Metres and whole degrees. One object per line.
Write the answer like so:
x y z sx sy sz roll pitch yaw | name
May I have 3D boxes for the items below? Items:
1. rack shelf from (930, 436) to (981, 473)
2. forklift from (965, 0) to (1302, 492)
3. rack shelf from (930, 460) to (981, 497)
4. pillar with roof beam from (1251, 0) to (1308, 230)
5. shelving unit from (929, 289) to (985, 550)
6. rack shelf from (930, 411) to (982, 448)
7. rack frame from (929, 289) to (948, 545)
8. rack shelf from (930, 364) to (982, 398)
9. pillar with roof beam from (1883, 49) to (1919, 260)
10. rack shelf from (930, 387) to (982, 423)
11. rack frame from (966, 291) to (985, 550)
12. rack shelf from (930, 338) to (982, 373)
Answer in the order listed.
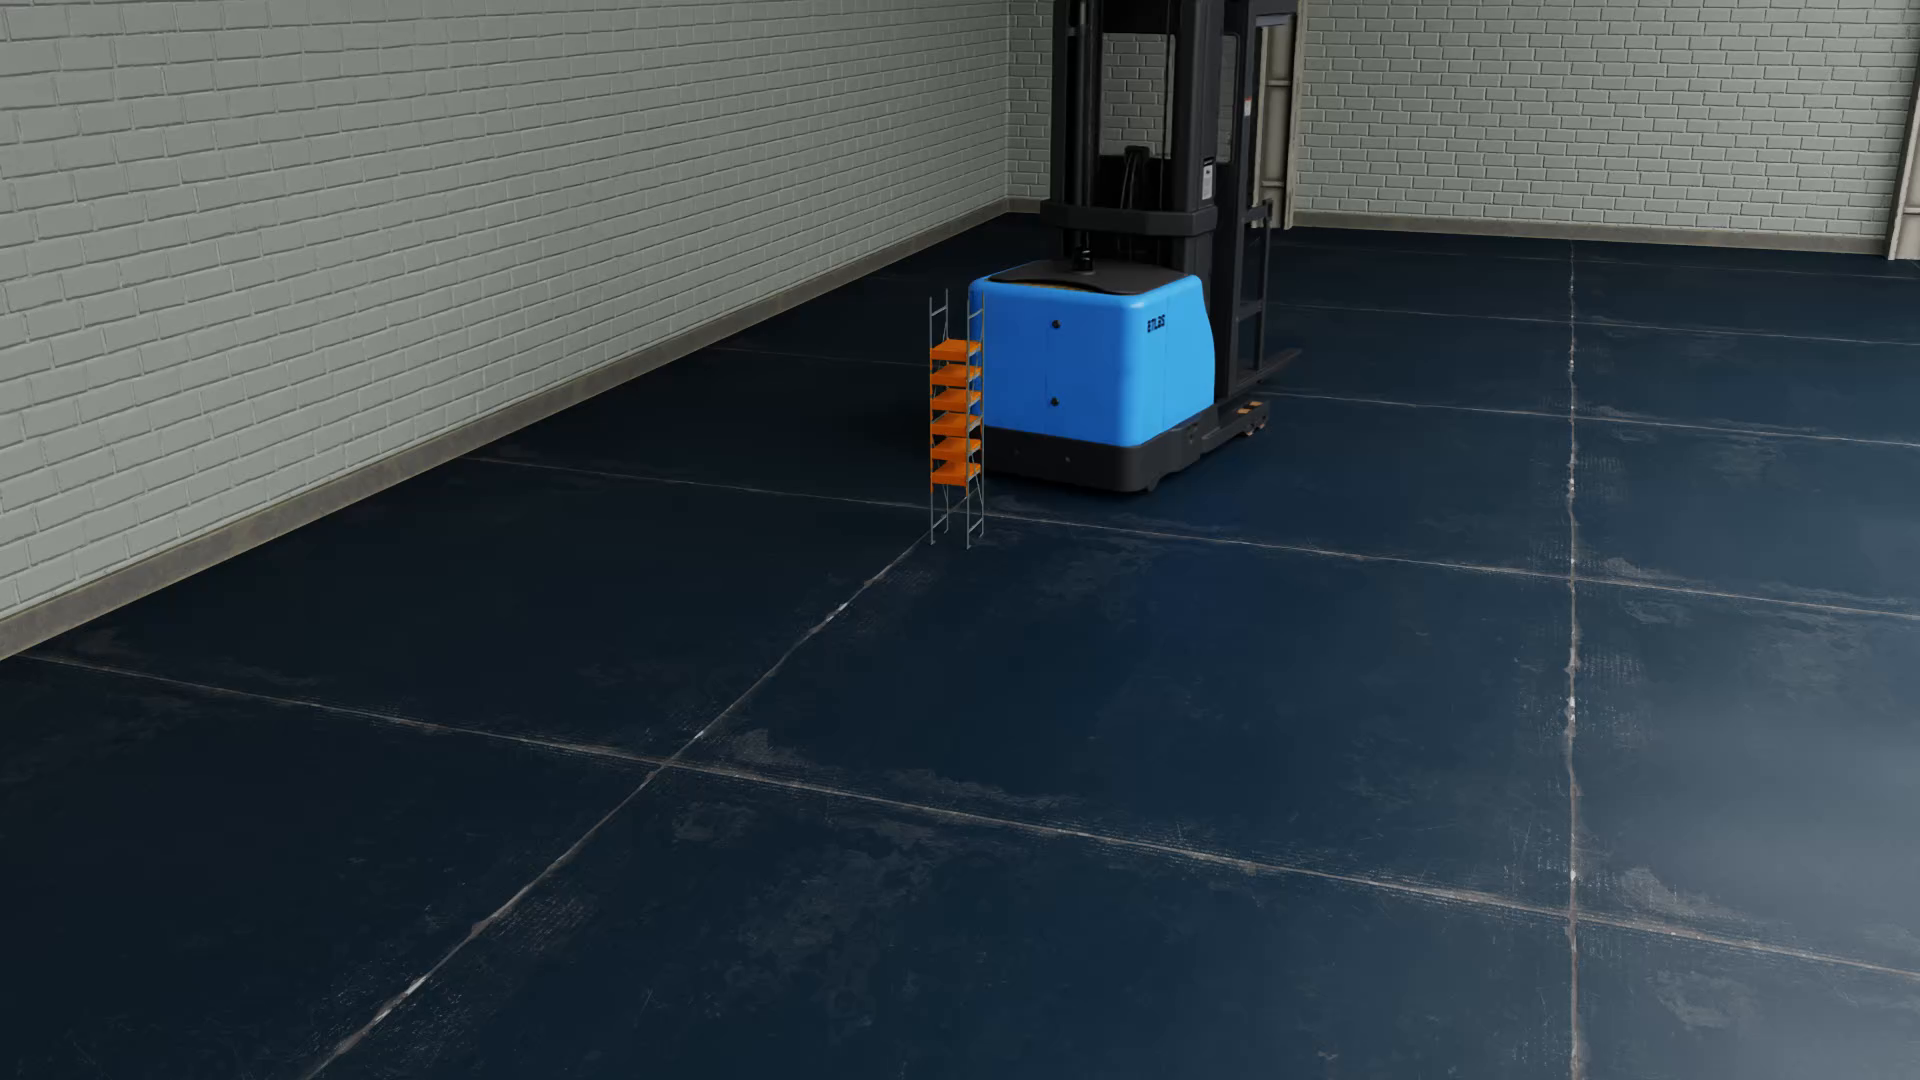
-0.014 -0.413 7.937 0.180 0.103 0.258 7 20 18 | rack shelf
1.210 -2.065 9.548 1.130 2.935 3.031 11 22 29 | forklift
-0.014 -0.300 7.977 0.180 0.103 0.258 7 20 18 | rack shelf
1.886 -6.225 12.263 0.400 9.000 9.100 7 20 18 | pillar with roof beam
-0.014 -0.568 7.883 0.189 1.200 0.258 7 20 18 | shelving unit
-0.014 -0.526 7.898 0.180 0.103 0.258 7 20 18 | rack shelf
-0.100 -0.578 7.912 0.006 1.200 0.240 7 20 18 | rack frame
-0.014 -0.753 7.819 0.180 0.103 0.258 7 20 18 | rack shelf
7.553 -5.577 10.403 0.400 9.000 9.100 7 20 18 | pillar with roof beam
-0.014 -0.639 7.858 0.180 0.103 0.258 7 20 18 | rack shelf
0.073 -0.558 7.855 0.006 1.200 0.240 7 20 18 | rack frame
-0.014 -0.866 7.779 0.180 0.103 0.258 7 20 18 | rack shelf
